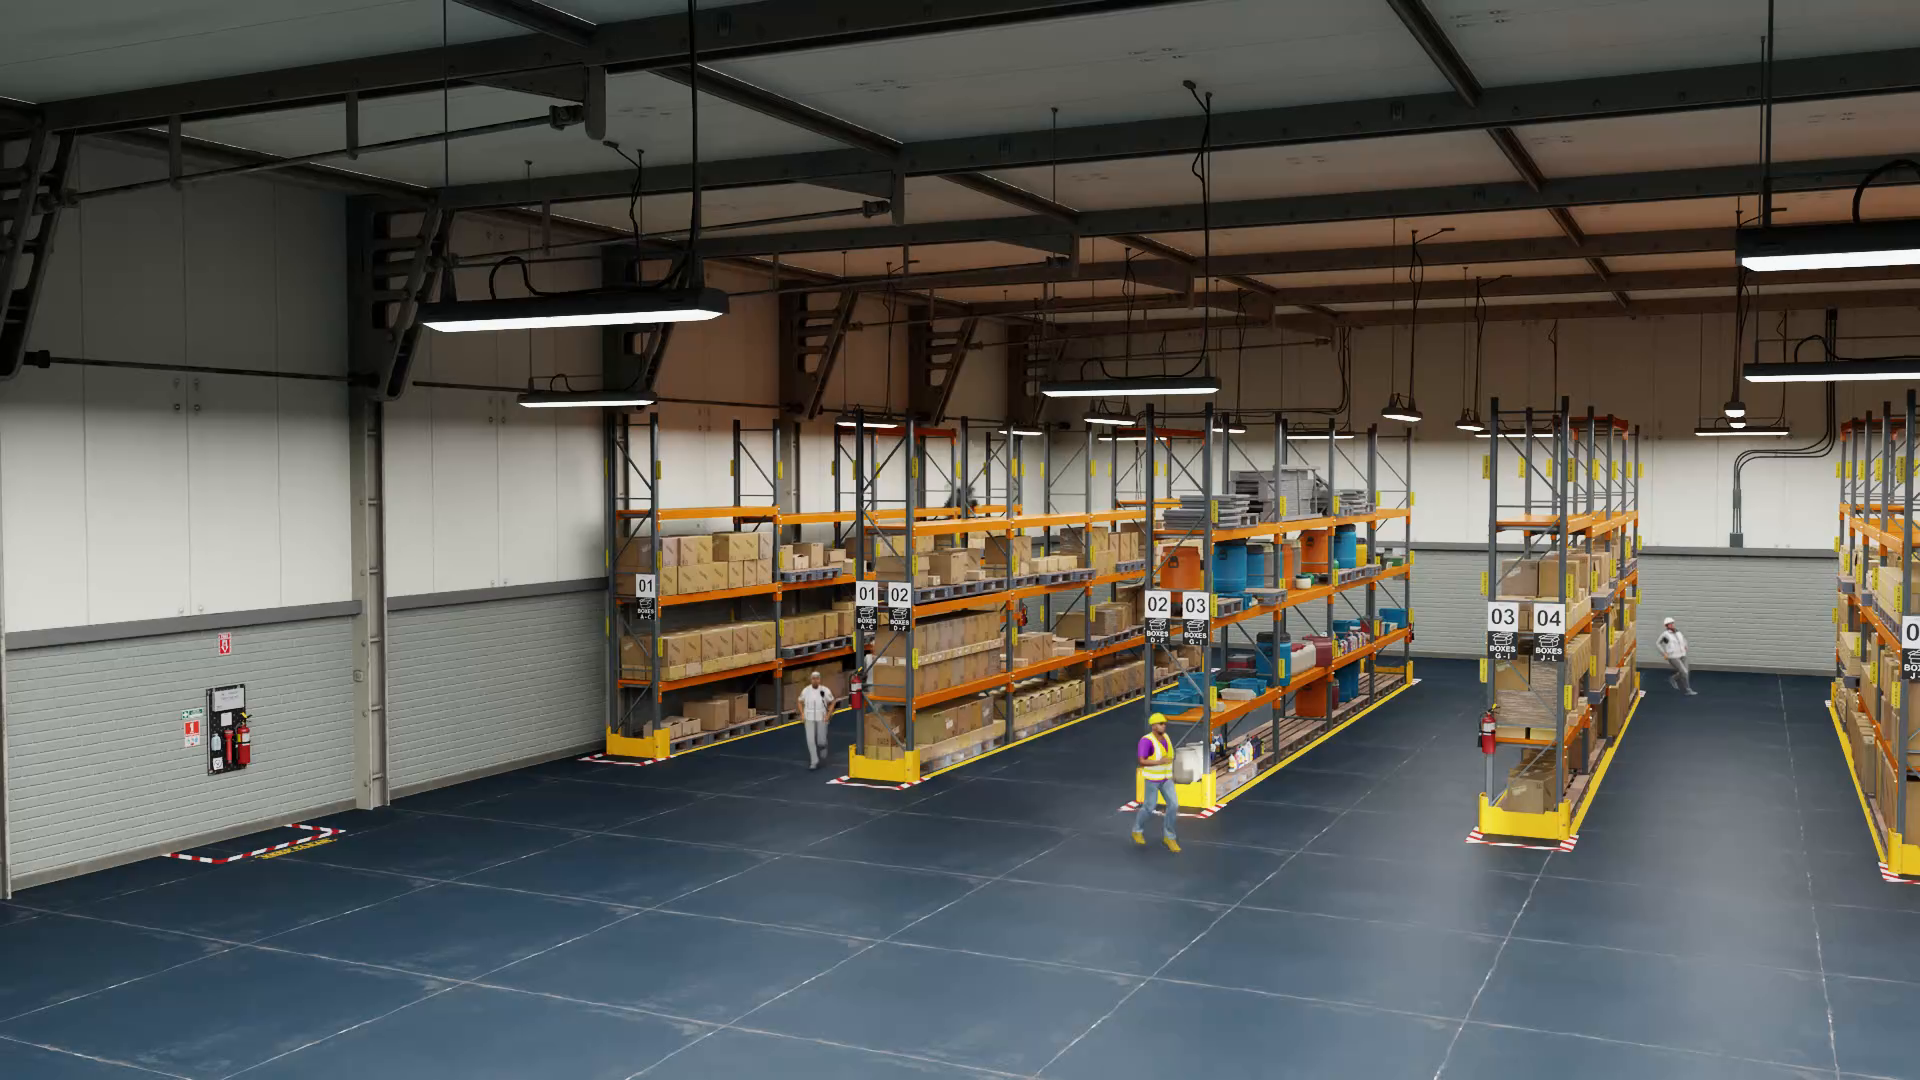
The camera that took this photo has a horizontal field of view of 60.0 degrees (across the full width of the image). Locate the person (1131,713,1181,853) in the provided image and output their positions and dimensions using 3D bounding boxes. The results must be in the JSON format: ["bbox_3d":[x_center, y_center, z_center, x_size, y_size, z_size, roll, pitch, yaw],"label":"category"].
[{"bbox_3d":[2.590,3.191,21.934,0.720,1.834,0.770,-2,3,-36],"label":"person"}]

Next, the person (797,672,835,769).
[{"bbox_3d":[-2.431,3.022,28.001,0.649,1.613,0.606,0,2,-1],"label":"person"}]

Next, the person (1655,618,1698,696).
[{"bbox_3d":[15.940,2.594,36.957,0.717,1.707,0.831,-1,3,-24],"label":"person"}]

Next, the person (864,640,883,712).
[{"bbox_3d":[-1.570,2.801,31.439,0.690,1.848,0.913,1,2,13],"label":"person"}]
